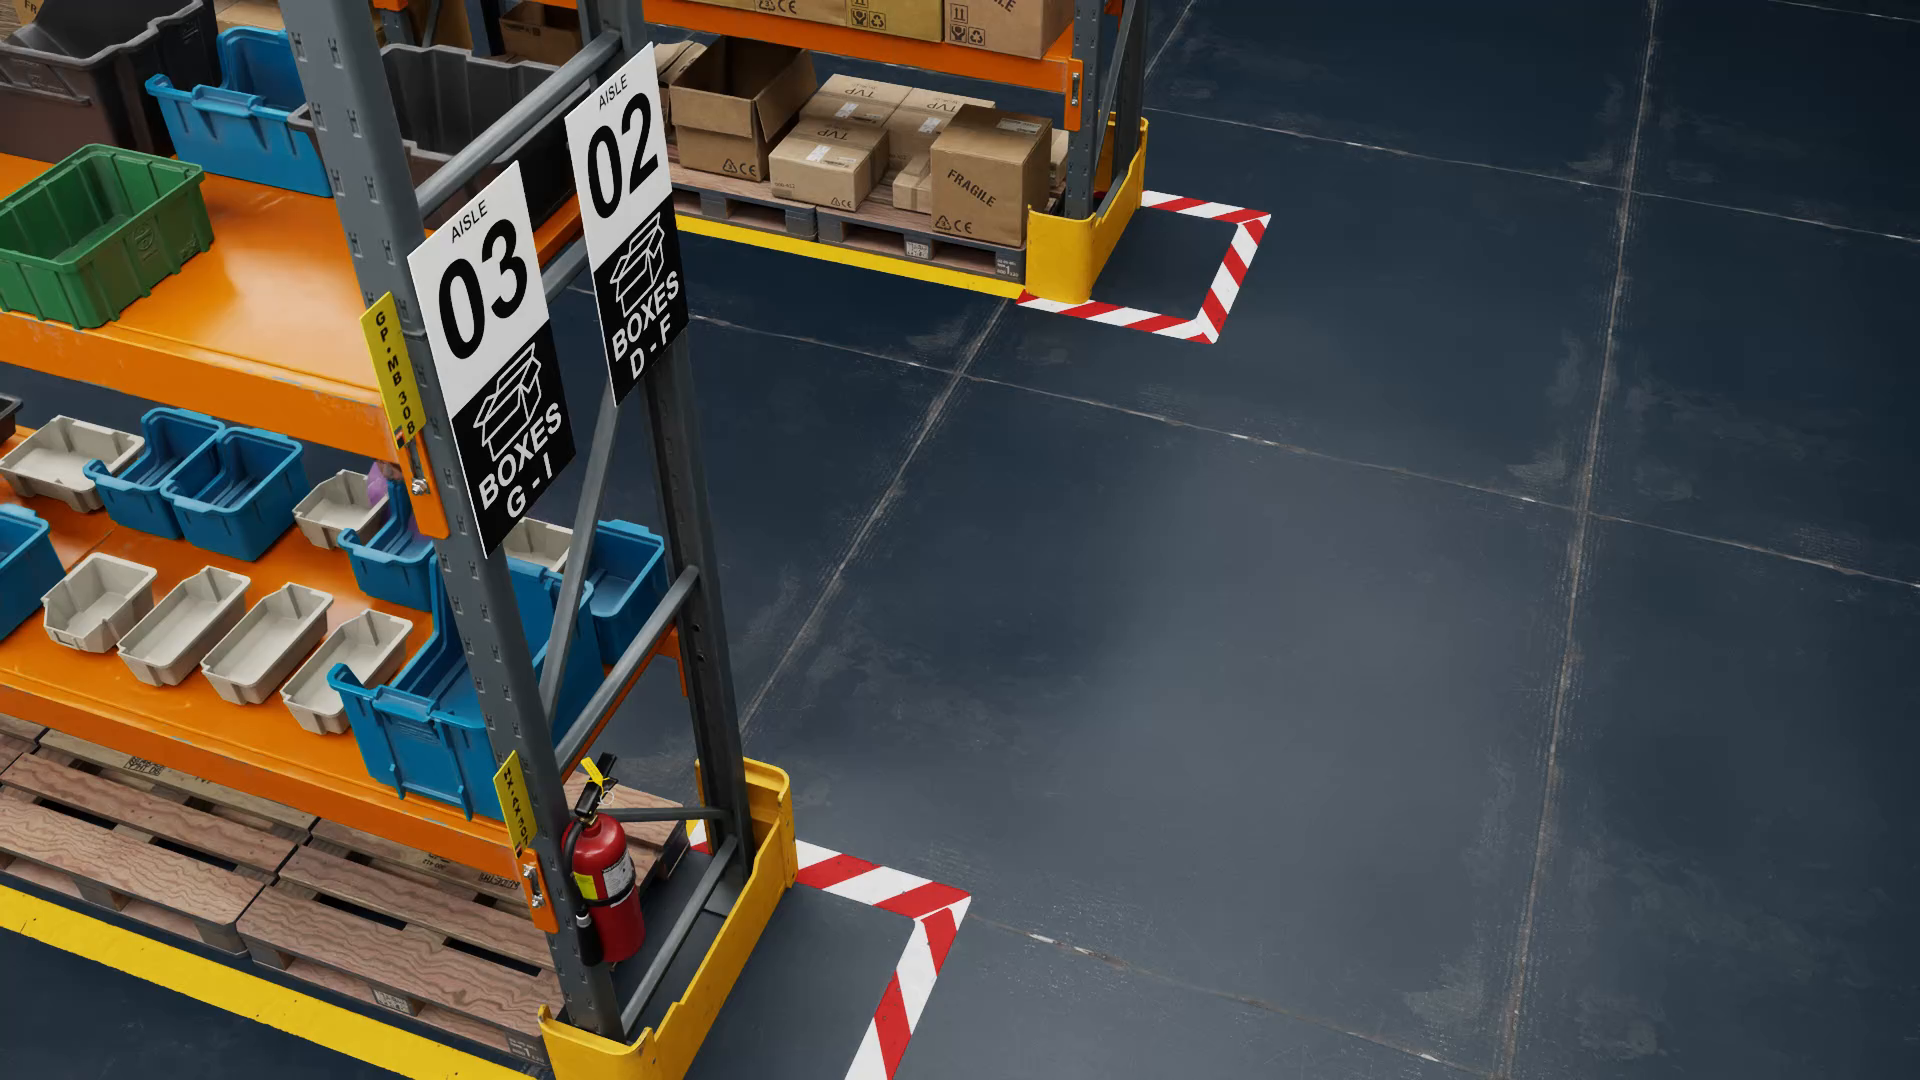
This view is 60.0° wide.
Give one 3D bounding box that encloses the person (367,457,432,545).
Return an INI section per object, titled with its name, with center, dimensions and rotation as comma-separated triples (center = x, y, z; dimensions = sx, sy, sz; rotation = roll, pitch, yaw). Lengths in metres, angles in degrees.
[person]
center = -1.798, 0.250, 5.612
dimensions = 0.444, 1.572, 0.487
rotation = 9, 43, 10
